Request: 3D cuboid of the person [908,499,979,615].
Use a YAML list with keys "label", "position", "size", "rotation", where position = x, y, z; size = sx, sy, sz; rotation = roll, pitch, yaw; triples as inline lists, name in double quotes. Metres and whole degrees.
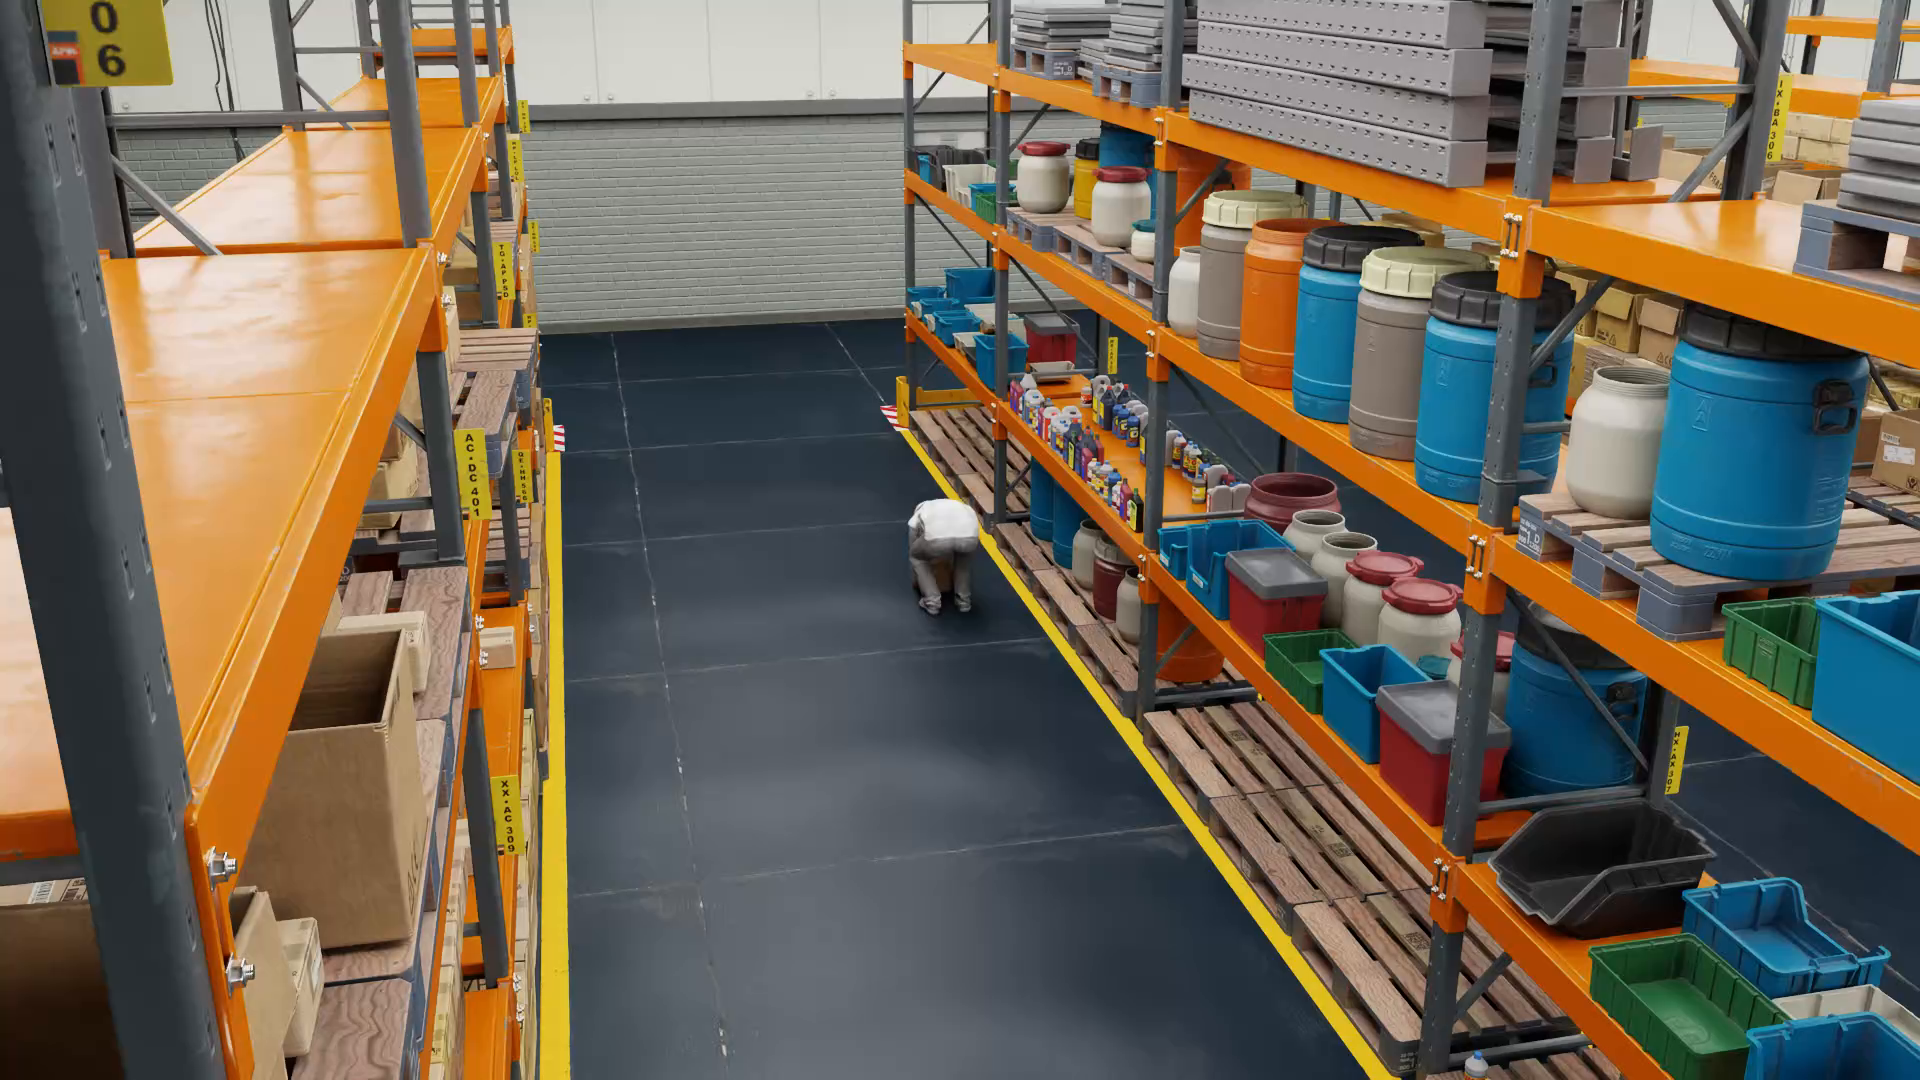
- label: "person"
  position: [-0.164, 0.063, 13.472]
  size: [0.519, 0.916, 1.000]
  rotation: [-5, 20, -15]
